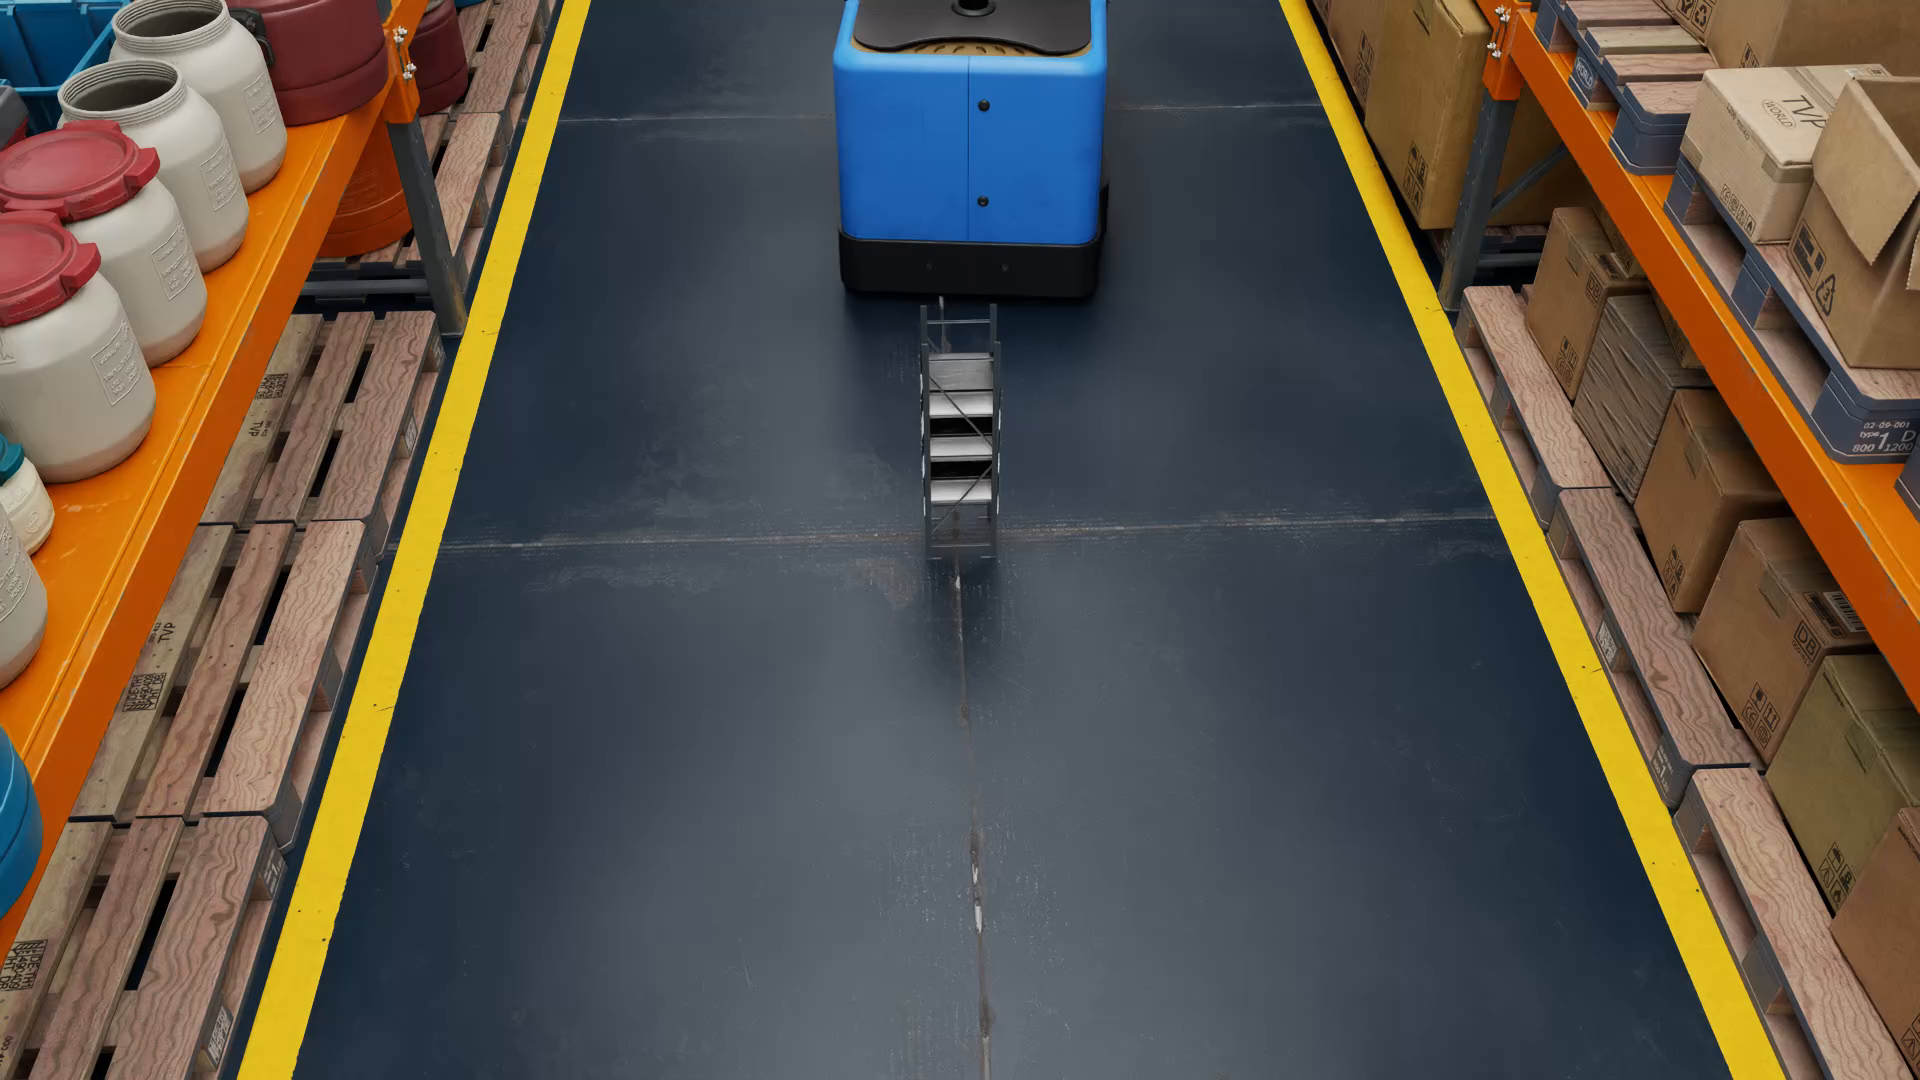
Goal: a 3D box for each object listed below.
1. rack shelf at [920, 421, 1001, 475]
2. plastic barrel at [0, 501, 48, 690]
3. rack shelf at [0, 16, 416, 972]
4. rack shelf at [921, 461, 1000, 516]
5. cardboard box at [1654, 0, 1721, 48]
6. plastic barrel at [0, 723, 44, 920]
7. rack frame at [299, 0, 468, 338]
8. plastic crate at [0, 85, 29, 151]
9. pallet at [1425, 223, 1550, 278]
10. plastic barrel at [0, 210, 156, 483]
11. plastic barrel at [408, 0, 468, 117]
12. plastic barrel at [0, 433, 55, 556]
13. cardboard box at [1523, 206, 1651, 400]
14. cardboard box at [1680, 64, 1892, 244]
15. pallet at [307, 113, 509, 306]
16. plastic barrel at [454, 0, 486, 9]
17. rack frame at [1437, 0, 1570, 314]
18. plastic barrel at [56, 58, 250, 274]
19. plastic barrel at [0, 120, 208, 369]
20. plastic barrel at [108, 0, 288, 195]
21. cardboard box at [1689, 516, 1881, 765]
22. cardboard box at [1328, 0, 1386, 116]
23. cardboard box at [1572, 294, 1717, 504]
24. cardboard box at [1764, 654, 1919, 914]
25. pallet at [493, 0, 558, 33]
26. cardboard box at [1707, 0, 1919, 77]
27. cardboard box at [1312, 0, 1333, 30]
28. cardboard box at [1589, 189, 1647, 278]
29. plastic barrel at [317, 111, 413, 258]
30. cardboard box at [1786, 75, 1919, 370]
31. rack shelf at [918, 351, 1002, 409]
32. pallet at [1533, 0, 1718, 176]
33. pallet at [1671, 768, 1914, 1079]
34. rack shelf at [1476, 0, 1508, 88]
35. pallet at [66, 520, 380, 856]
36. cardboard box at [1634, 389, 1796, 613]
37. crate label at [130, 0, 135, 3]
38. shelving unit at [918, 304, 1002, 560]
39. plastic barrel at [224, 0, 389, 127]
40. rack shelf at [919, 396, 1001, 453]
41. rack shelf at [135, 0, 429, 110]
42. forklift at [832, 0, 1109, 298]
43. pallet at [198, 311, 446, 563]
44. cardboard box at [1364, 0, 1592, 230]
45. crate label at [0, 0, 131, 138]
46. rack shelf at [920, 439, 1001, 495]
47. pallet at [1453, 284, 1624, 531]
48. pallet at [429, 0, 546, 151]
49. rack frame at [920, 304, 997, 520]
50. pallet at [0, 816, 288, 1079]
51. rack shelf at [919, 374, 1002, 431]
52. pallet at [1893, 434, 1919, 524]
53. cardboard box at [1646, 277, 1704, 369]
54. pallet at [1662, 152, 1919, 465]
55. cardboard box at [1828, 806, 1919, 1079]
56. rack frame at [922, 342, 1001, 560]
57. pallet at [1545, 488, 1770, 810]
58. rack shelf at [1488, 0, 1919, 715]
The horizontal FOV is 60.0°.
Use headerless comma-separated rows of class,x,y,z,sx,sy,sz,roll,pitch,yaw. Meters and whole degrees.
rack shelf,0.000,-0.313,5.474,0.258,0.077,0.200,-2,43,-2
plastic barrel,-2.136,0.058,3.366,0.433,0.535,0.433,0,43,0
rack shelf,-2.399,-0.324,4.416,1.077,0.370,4.000,-2,43,-2
rack shelf,0.000,-0.180,5.596,0.258,0.077,0.200,-2,43,-2
cardboard box,2.527,-1.910,5.229,0.500,0.500,0.500,-6,43,-7
plastic barrel,-2.028,0.306,2.825,0.600,0.901,0.708,-2,43,-2
rack frame,-2.484,-1.940,5.646,1.000,3.000,0.127,-2,43,-2
plastic crate,-2.721,-0.864,4.425,0.402,0.464,0.583,-2,43,-2
pallet,2.506,-1.588,7.326,1.003,0.211,1.213,-2,43,-2
plastic barrel,-2.167,-0.437,3.906,0.433,0.535,0.433,0,43,0
plastic barrel,-2.570,-2.298,7.511,0.600,0.588,0.708,-2,43,-2
plastic barrel,-2.217,-0.086,3.726,0.301,0.262,0.301,0,43,0
cardboard box,2.513,-0.871,6.004,0.700,0.500,0.500,-4,43,-4
cardboard box,2.306,-1.043,4.468,0.500,0.250,0.500,-3,43,-3
pallet,-2.559,-1.443,7.168,1.003,0.211,1.213,-2,43,-2
plastic barrel,-2.618,-3.176,8.237,0.600,0.901,0.708,-2,43,-2
rack frame,2.465,-2.082,5.801,1.000,3.000,0.127,-2,43,-2
plastic barrel,-2.209,-1.008,4.547,0.421,0.512,0.421,0,43,0
plastic barrel,-2.185,-0.729,4.225,0.433,0.535,0.433,0,43,0
plastic barrel,-2.227,-1.293,4.857,0.421,0.512,0.421,0,43,0
cardboard box,2.604,0.263,4.768,0.700,0.500,0.500,-5,43,-5
cardboard box,2.426,-2.522,7.543,1.225,0.875,0.875,-2,43,-2
cardboard box,2.549,-0.497,5.596,0.700,0.500,0.500,-5,43,-5
cardboard box,2.628,0.640,4.356,0.700,0.500,0.500,-2,43,-2
pallet,-2.663,-3.090,8.965,1.003,0.211,1.213,-2,43,-2
cardboard box,2.651,-1.536,4.821,0.700,0.500,0.500,4,43,5
cardboard box,2.381,-3.119,8.194,1.225,0.875,0.875,-3,43,-3
cardboard box,2.523,-1.147,5.751,0.500,0.250,0.500,0,43,0
plastic barrel,-2.522,-1.624,6.597,0.600,0.830,0.708,-2,43,-2
cardboard box,2.468,-0.742,3.952,0.797,0.503,0.637,2,43,3
rack shelf,0.000,-0.512,5.292,0.258,0.077,0.200,-2,43,-2
pallet,2.601,-1.533,5.345,1.213,0.211,1.003,-2,43,-2
pallet,2.600,1.121,4.371,1.003,0.211,1.213,-2,43,-2
rack shelf,2.380,-3.167,7.517,1.077,0.370,4.000,-2,43,-2
pallet,-2.441,0.434,5.120,1.003,0.211,1.213,-2,43,-2
cardboard box,2.580,-0.114,5.179,0.700,0.500,0.500,2,43,2
crate label,-2.841,-1.583,5.381,0.303,0.233,0.416,-2,43,-2
shelving unit,0.000,-0.337,5.452,0.258,0.900,0.210,-2,43,-2
plastic barrel,-2.162,-1.685,5.268,0.600,0.536,0.708,-2,43,-2
rack shelf,0.000,-0.379,5.414,0.258,0.077,0.200,-2,43,-2
rack shelf,-2.569,-3.025,7.362,1.077,0.370,4.000,-2,43,-2
forklift,0.112,-3.042,6.900,1.130,2.935,3.031,2,43,2
pallet,-2.490,-0.388,6.017,1.003,0.211,1.213,-2,43,-2
cardboard box,2.456,-1.920,6.886,1.225,0.875,0.875,-3,43,-4
crate label,-2.712,-1.274,4.894,0.502,0.435,0.616,-2,43,-2
rack shelf,0.000,-0.246,5.535,0.258,0.077,0.200,-2,43,-2
pallet,2.496,-0.526,6.168,1.003,0.211,1.213,-2,43,-2
pallet,-2.608,-2.264,8.064,1.003,0.211,1.213,-2,43,-2
rack frame,-0.005,-0.406,5.527,0.240,0.900,0.006,-2,43,-2
pallet,-2.386,1.260,4.220,1.003,0.211,1.213,-2,43,-2
rack shelf,0.000,-0.445,5.353,0.258,0.077,0.200,-2,43,-2
pallet,2.747,0.169,3.487,1.003,0.211,1.213,-2,43,-2
cardboard box,2.556,-0.790,5.361,0.500,0.250,0.500,3,43,3
pallet,2.590,-0.676,4.409,1.003,0.211,1.213,-2,43,-2
cardboard box,2.630,0.963,4.004,0.700,0.500,0.500,-5,43,-5
rack frame,0.004,-0.269,5.377,0.240,0.900,0.006,-2,43,-2
pallet,2.545,0.295,5.272,1.003,0.211,1.213,-2,43,-2
rack shelf,2.549,-0.466,4.571,1.077,0.370,4.000,-2,43,-2
